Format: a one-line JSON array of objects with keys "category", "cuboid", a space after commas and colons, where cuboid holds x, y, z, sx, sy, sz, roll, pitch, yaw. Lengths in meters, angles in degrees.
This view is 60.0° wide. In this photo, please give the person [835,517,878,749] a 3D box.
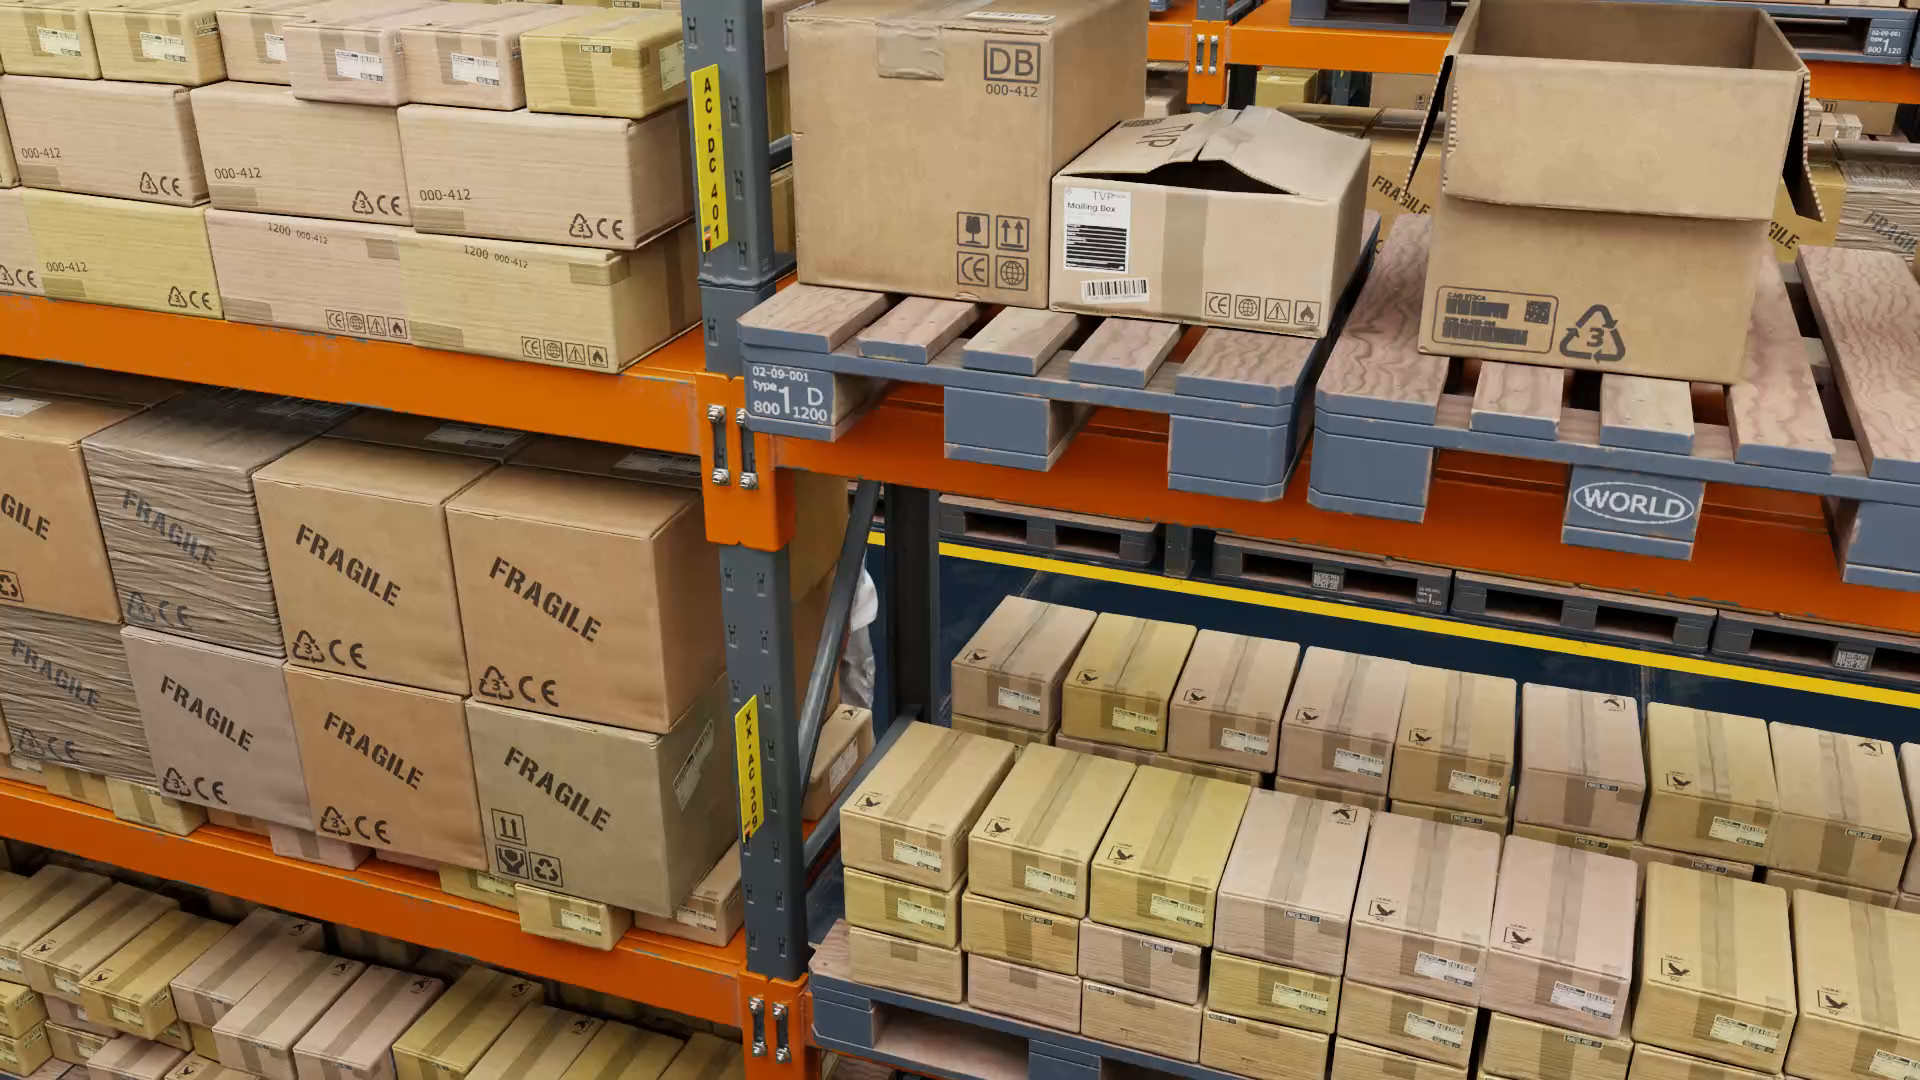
[{"category": "person", "cuboid": [-0.570, 0.414, 6.349, 0.480, 1.669, 0.694, 8, 27, 17]}]
